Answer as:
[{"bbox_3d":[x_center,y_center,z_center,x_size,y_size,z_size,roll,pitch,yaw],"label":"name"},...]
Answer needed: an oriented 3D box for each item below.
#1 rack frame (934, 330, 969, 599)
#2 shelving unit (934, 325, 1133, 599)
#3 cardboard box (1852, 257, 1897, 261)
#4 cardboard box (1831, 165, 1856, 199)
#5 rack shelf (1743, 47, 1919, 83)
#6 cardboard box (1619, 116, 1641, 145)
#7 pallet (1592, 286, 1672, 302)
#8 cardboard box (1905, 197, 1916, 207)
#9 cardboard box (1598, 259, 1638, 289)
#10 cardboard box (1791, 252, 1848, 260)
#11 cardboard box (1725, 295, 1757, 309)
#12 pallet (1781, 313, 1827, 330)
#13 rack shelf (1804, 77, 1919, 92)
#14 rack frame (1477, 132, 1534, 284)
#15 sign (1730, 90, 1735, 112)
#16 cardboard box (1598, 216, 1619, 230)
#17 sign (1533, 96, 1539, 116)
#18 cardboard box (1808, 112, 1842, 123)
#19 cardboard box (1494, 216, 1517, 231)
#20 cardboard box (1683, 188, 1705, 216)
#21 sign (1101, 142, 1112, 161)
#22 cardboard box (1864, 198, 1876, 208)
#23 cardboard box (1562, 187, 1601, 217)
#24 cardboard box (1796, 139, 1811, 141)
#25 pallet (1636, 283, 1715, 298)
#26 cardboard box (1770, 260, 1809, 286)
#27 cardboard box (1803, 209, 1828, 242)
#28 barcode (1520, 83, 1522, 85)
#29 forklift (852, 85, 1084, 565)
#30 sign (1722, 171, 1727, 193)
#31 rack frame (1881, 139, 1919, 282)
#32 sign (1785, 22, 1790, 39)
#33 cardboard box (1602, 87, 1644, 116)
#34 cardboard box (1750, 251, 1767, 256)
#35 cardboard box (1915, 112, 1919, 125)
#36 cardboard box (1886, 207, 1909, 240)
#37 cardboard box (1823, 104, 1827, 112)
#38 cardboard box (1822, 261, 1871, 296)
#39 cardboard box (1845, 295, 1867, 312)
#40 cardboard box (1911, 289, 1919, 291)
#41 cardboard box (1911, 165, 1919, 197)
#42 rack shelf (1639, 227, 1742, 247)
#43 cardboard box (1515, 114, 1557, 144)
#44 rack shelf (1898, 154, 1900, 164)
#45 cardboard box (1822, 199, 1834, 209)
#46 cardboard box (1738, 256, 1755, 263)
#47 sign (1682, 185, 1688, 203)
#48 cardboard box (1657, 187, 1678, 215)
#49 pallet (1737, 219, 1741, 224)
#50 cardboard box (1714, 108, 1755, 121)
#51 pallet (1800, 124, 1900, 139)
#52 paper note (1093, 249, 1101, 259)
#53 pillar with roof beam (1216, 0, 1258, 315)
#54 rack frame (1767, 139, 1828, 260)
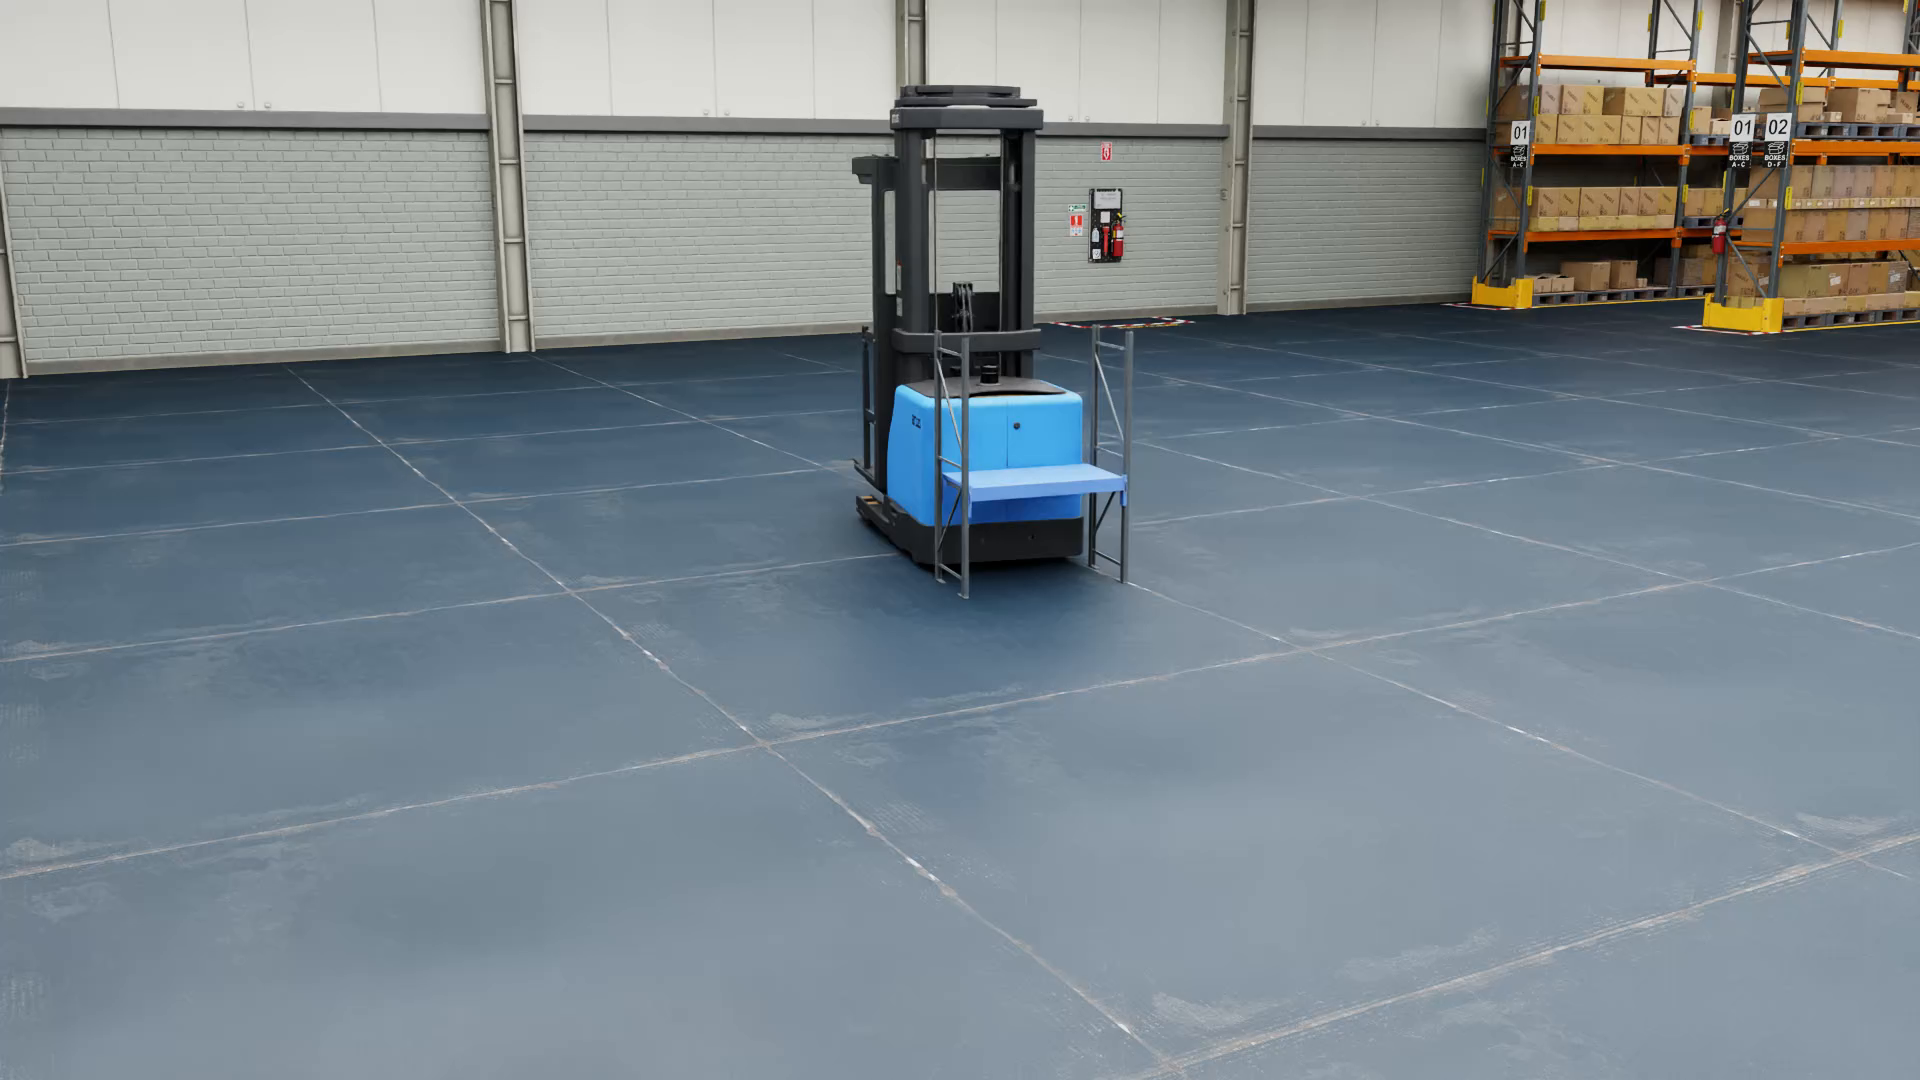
[{"bbox_3d":[-0.050,-0.442,9.656,0.032,1.500,0.500,-5,14,-20],"label":"rack frame"},{"bbox_3d":[0.426,-0.481,9.830,1.048,1.500,0.538,-5,14,-20],"label":"shelving unit"},{"bbox_3d":[14.967,-4.374,27.310,0.500,0.500,0.500,-7,14,-28],"label":"cardboard box"},{"bbox_3d":[13.377,-5.556,25.781,0.500,0.500,0.700,-7,14,-28],"label":"cardboard box"},{"bbox_3d":[13.769,-7.303,25.615,4.000,0.370,1.077,-7,14,-28],"label":"rack shelf"},{"bbox_3d":[11.904,-7.392,30.019,0.500,0.500,0.500,-7,15,-30],"label":"cardboard box"},{"bbox_3d":[12.575,-4.649,31.288,1.213,0.211,1.003,-7,14,-28],"label":"pallet"},{"bbox_3d":[14.942,-5.375,26.454,0.250,0.149,0.380,-7,15,-30],"label":"cardboard box"},{"bbox_3d":[12.256,-4.966,31.033,0.500,0.500,0.500,-8,15,-32],"label":"cardboard box"},{"bbox_3d":[17.367,-5.716,33.617,0.750,0.750,0.750,-7,14,-29],"label":"cardboard box"},{"bbox_3d":[12.342,-3.689,25.975,0.500,0.250,0.500,-7,14,-28],"label":"cardboard box"},{"bbox_3d":[12.664,-3.440,25.915,1.213,0.211,1.003,-7,14,-28],"label":"pallet"},{"bbox_3d":[18.414,-9.099,33.595,4.000,0.370,1.077,-7,14,-28],"label":"rack shelf"},{"bbox_3d":[9.636,-5.666,29.456,0.127,3.000,1.000,-7,14,-28],"label":"rack frame"},{"bbox_3d":[11.766,-6.675,25.269,0.005,0.325,0.100,-7,14,-28],"label":"sign"},{"bbox_3d":[11.561,-5.756,30.149,0.500,0.250,0.500,-7,14,-27],"label":"cardboard box"},{"bbox_3d":[9.897,-7.452,28.566,0.005,0.325,0.100,-7,14,-28],"label":"sign"},{"bbox_3d":[13.130,-6.416,25.252,0.250,0.149,0.380,-7,14,-28],"label":"cardboard box"},{"bbox_3d":[9.954,-5.690,29.855,0.500,0.250,0.500,-7,14,-27],"label":"cardboard box"},{"bbox_3d":[13.610,-6.398,31.475,0.500,0.500,0.700,-7,14,-28],"label":"cardboard box"},{"bbox_3d":[2.328,-6.172,26.424,0.199,0.298,0.001,-7,14,-28],"label":"sign"},{"bbox_3d":[14.041,-5.267,25.974,0.250,0.149,0.380,-6,14,-26],"label":"cardboard box"},{"bbox_3d":[11.095,-6.064,29.812,0.500,0.500,0.500,-7,15,-30],"label":"cardboard box"},{"bbox_3d":[16.156,-7.810,32.306,0.500,0.311,0.500,-7,14,-28],"label":"cardboard box"},{"bbox_3d":[13.830,-4.809,31.997,1.213,0.211,1.003,-7,14,-28],"label":"pallet"},{"bbox_3d":[13.212,-4.163,26.375,0.500,0.500,0.500,-7,14,-28],"label":"cardboard box"},{"bbox_3d":[12.888,-4.864,25.662,0.500,0.500,0.700,-6,14,-26],"label":"cardboard box"},{"bbox_3d":[10.020,-8.130,29.700,0.075,0.075,0.001,-7,14,-28],"label":"barcode"},{"bbox_3d":[-0.107,-1.555,11.341,1.130,2.935,3.031,-3,13,-15],"label":"forklift"},{"bbox_3d":[11.766,-5.499,25.534,0.005,0.325,0.100,-7,14,-28],"label":"sign"},{"bbox_3d":[15.524,-5.133,27.086,0.127,3.000,1.000,-7,14,-28],"label":"rack frame"},{"bbox_3d":[16.389,-10.074,32.891,0.005,0.325,0.100,-7,14,-28],"label":"sign"},{"bbox_3d":[11.908,-7.875,29.889,0.500,0.500,0.500,-7,15,-30],"label":"cardboard box"},{"bbox_3d":[15.521,-5.735,32.745,0.500,0.250,0.500,-7,14,-27],"label":"cardboard box"},{"bbox_3d":[19.344,-8.584,34.360,0.500,0.500,0.700,-8,15,-31],"label":"cardboard box"},{"bbox_3d":[14.678,-5.077,26.610,0.500,0.500,0.700,-7,14,-28],"label":"cardboard box"},{"bbox_3d":[13.386,-6.636,25.859,0.500,0.311,0.500,-5,14,-21],"label":"cardboard box"},{"bbox_3d":[13.908,-4.112,26.148,0.500,0.500,0.500,-7,14,-28],"label":"cardboard box"},{"bbox_3d":[13.908,-3.747,26.232,0.500,0.250,0.500,-7,14,-28],"label":"cardboard box"},{"bbox_3d":[15.997,-3.991,27.318,0.500,0.250,0.500,-7,15,-29],"label":"cardboard box"},{"bbox_3d":[15.138,-5.767,26.719,0.500,0.500,0.700,-7,14,-28],"label":"cardboard box"},{"bbox_3d":[14.903,-5.947,32.340,4.000,0.370,1.077,-7,14,-28],"label":"rack shelf"},{"bbox_3d":[10.050,-7.175,29.056,0.500,0.500,0.500,-6,14,-26],"label":"cardboard box"},{"bbox_3d":[17.280,-6.456,27.770,4.000,0.370,1.077,-7,14,-28],"label":"rack shelf"},{"bbox_3d":[13.134,-5.158,25.490,0.250,0.149,0.380,-7,14,-29],"label":"cardboard box"},{"bbox_3d":[15.121,-5.328,32.643,0.500,0.500,0.700,-7,14,-28],"label":"cardboard box"},{"bbox_3d":[13.414,-6.406,30.770,0.005,0.325,0.100,-7,14,-28],"label":"sign"},{"bbox_3d":[12.881,-6.280,30.772,0.500,0.500,0.500,-7,14,-28],"label":"cardboard box"},{"bbox_3d":[16.084,-6.319,32.792,1.003,0.211,1.213,-7,14,-28],"label":"pallet"},{"bbox_3d":[14.748,-7.976,31.703,0.500,0.500,0.500,-7,15,-30],"label":"cardboard box"},{"bbox_3d":[13.718,-6.331,25.779,1.213,0.211,1.003,-7,14,-28],"label":"pallet"},{"bbox_3d":[2.194,-4.588,26.670,0.142,0.148,0.016,-7,14,-28],"label":"paper note"},{"bbox_3d":[6.633,-7.373,23.374,0.400,9.000,9.100,-7,14,-28],"label":"pillar with roof beam"},{"bbox_3d":[16.658,-6.508,33.196,0.127,3.000,1.000,-7,14,-28],"label":"rack frame"}]
